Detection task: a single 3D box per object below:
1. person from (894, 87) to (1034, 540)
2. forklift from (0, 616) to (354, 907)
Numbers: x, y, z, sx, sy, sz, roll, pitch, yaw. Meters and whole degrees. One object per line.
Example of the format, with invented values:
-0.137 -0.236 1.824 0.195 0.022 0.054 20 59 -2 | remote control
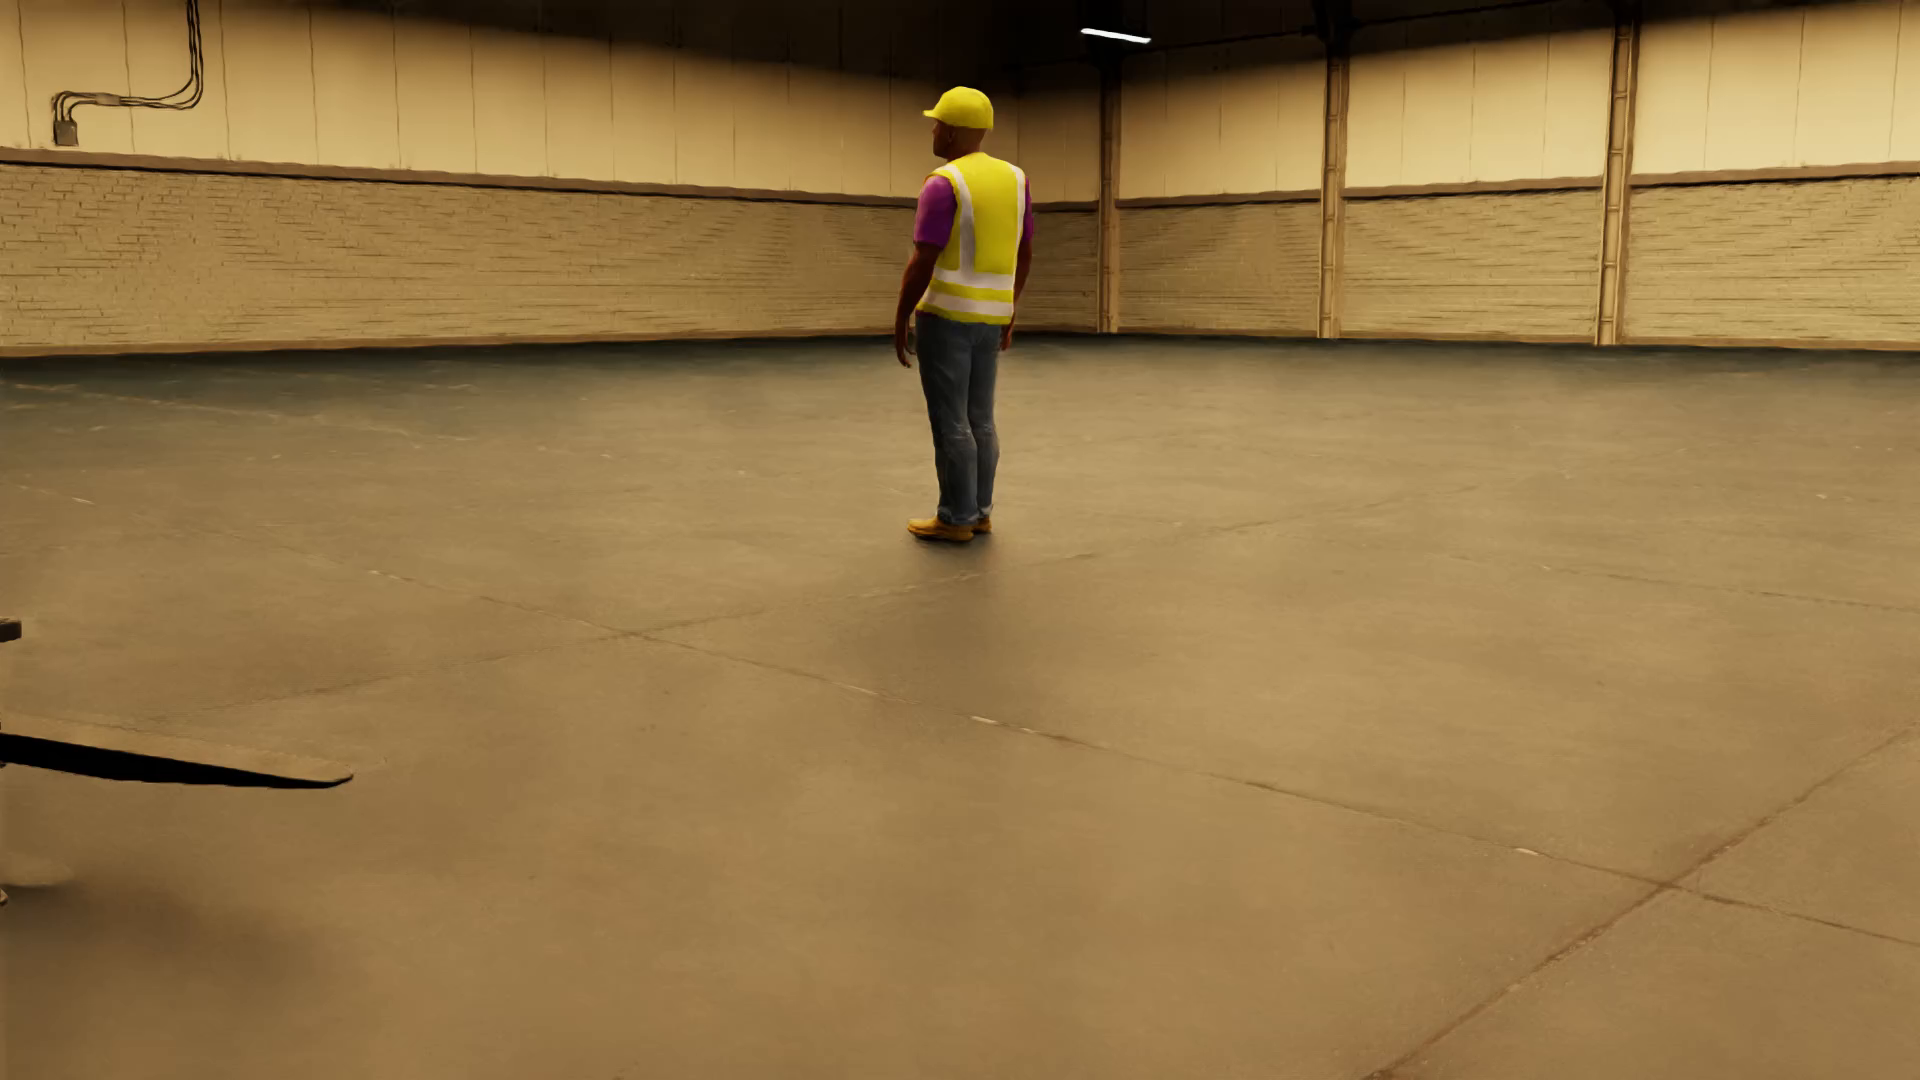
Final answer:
-0.046 -0.888 6.637 0.576 1.766 0.665 8 12 43 | person
-2.498 -0.895 2.817 3.031 2.935 1.130 4 9 24 | forklift
